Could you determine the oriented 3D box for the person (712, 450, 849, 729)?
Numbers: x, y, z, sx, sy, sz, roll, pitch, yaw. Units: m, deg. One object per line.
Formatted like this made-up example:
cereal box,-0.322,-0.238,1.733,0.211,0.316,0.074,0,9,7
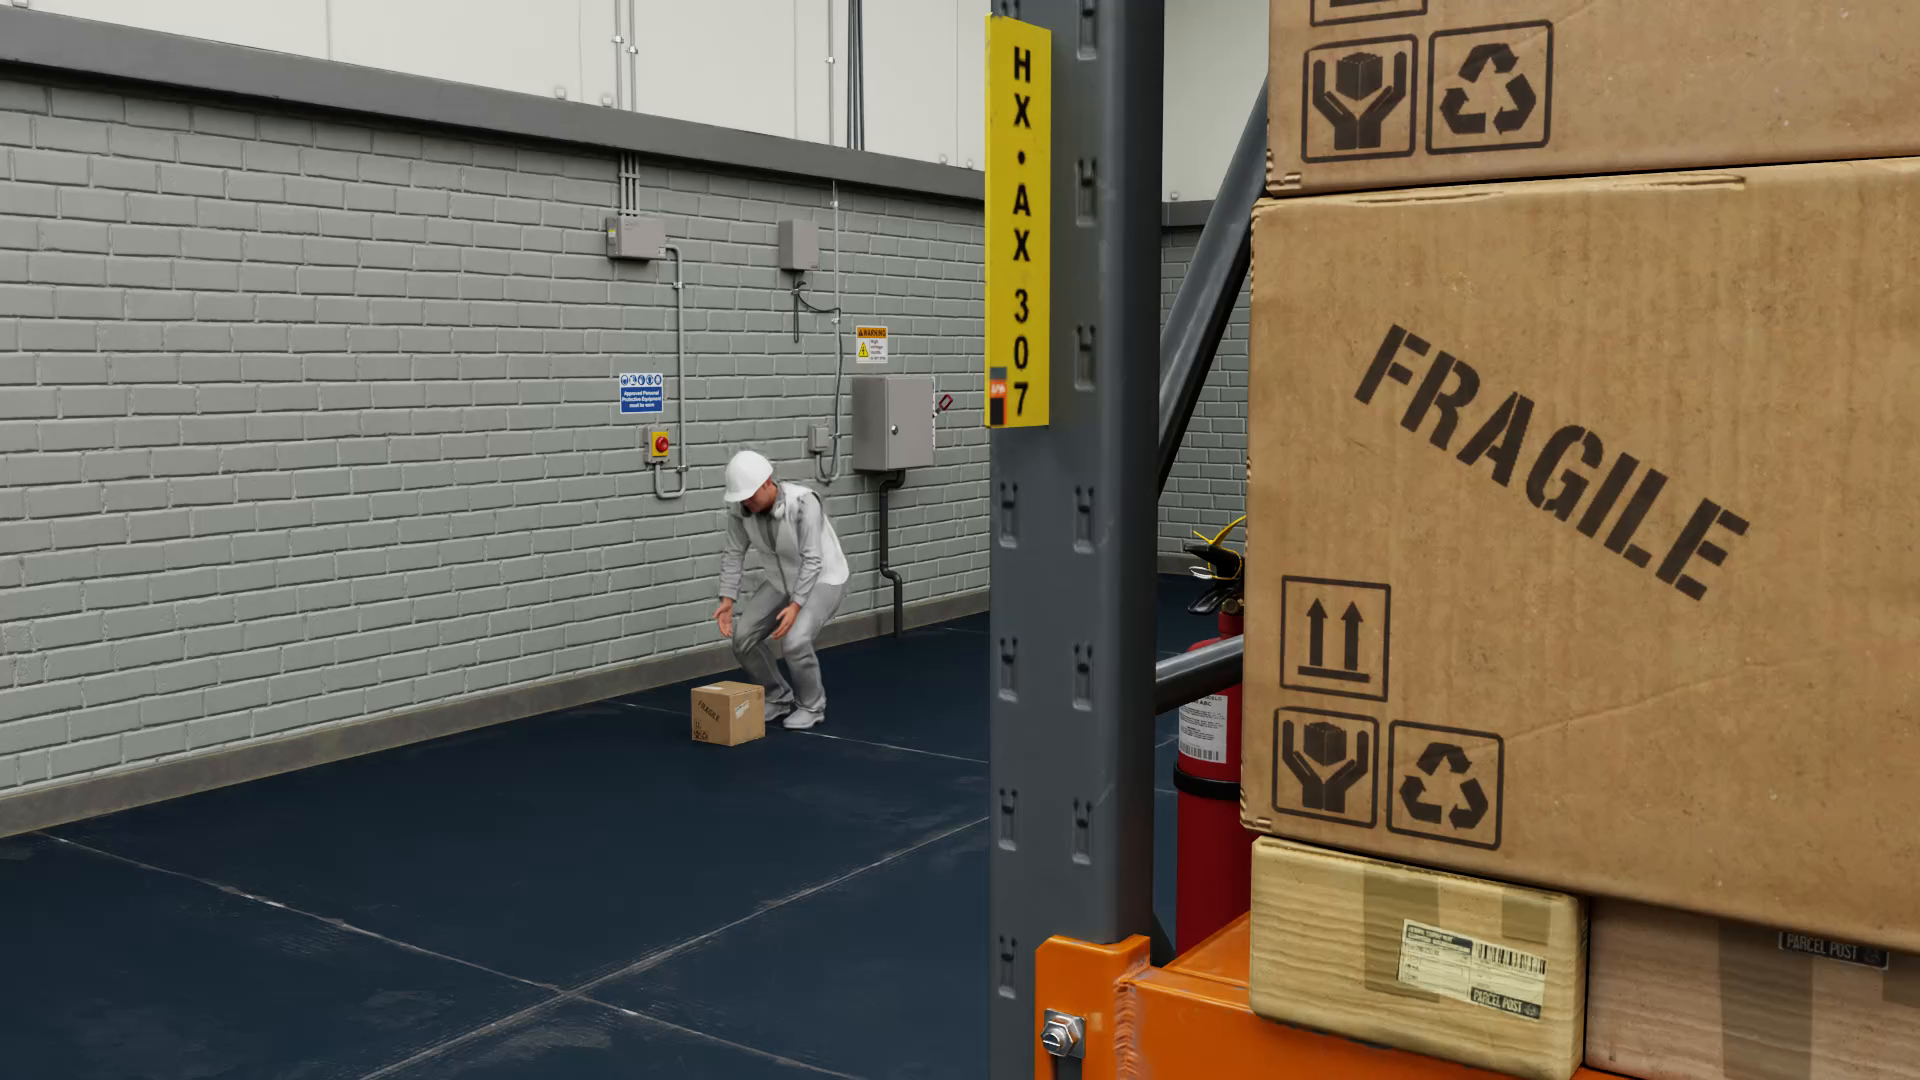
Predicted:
person,-0.872,0.237,8.264,0.590,1.390,0.785,4,8,34
